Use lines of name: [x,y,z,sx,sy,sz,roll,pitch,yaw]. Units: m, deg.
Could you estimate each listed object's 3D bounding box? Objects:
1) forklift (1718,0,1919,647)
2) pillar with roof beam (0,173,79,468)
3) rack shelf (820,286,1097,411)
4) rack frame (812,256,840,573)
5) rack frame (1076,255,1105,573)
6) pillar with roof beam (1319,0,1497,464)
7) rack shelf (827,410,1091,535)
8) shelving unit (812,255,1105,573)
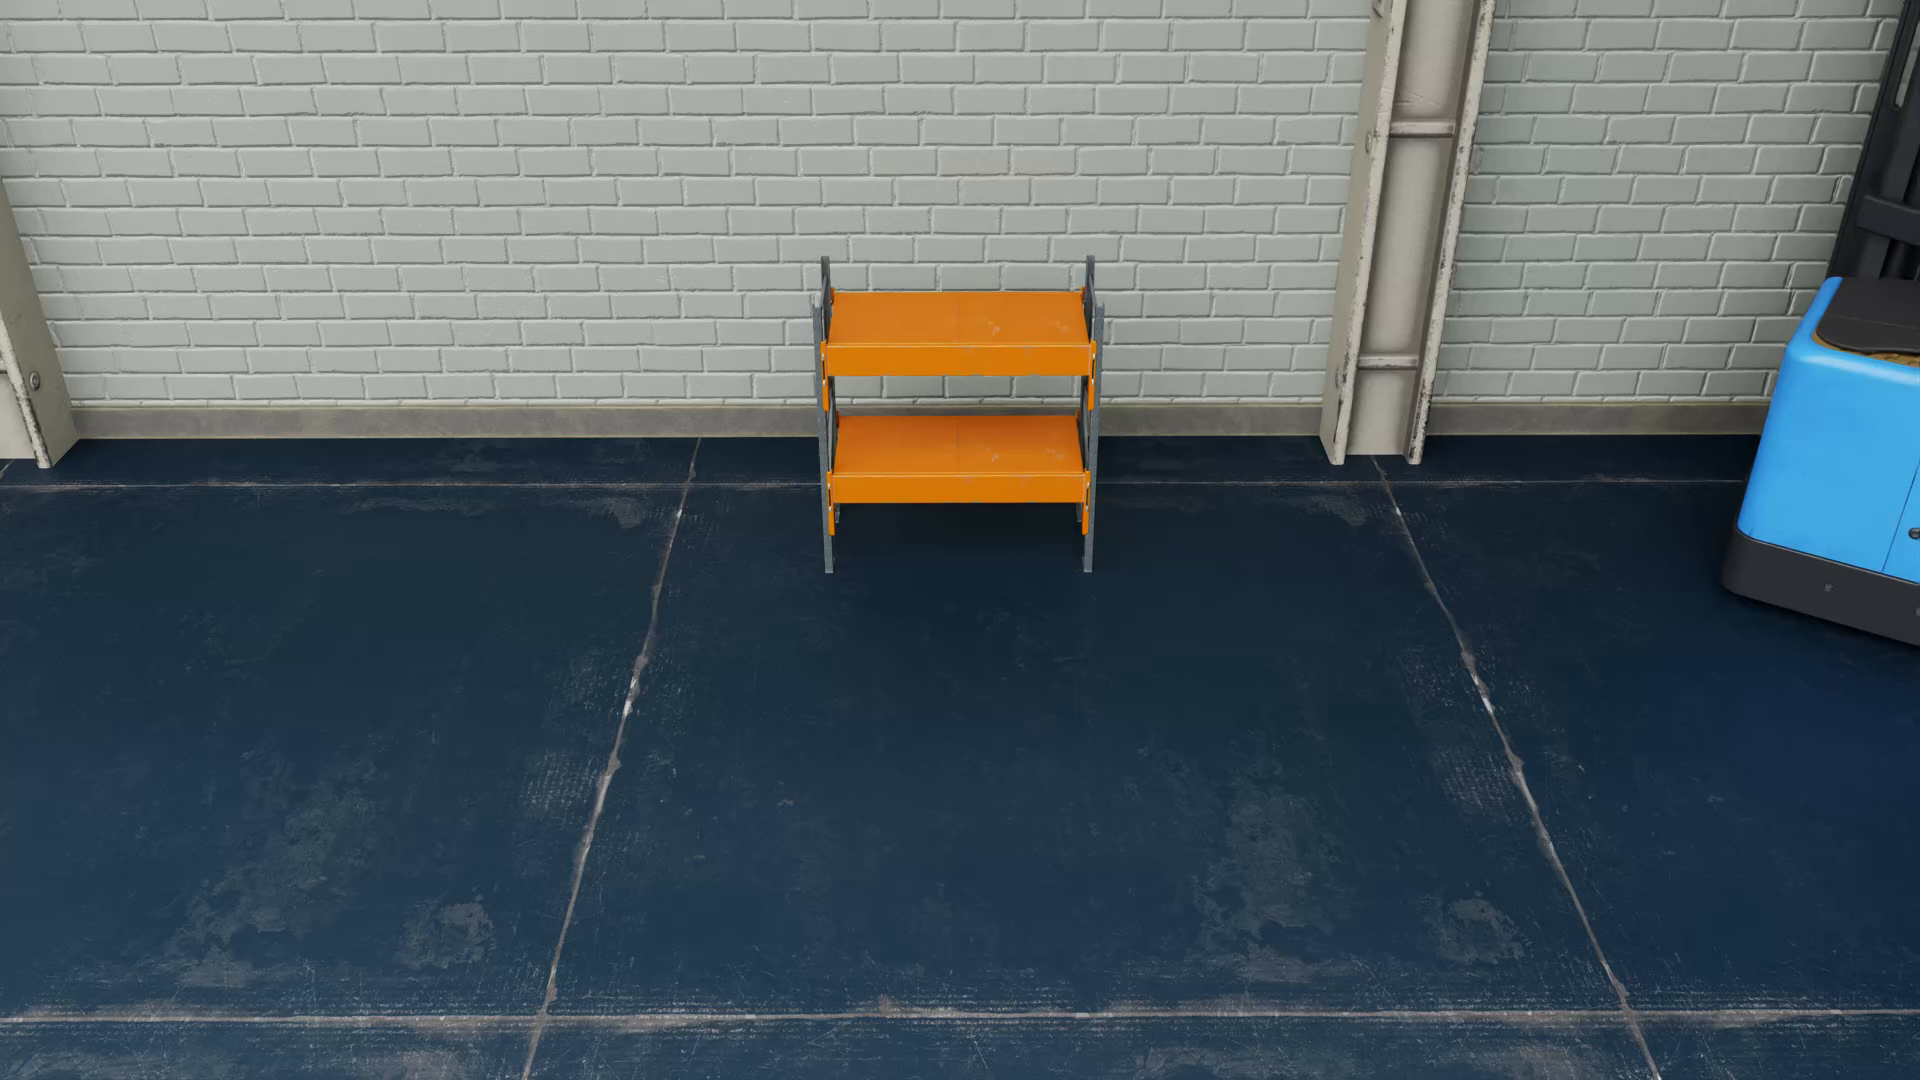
forklift: [4.131,-1.516,6.423,1.130,2.935,3.031,19,36,28]
pillar with roof beam: [-4.147,-2.008,1.385,0.400,9.000,9.100,0,31,0]
rack shelf: [-0.007,-0.731,6.306,1.000,0.278,0.538,0,31,0]
rack frame: [-0.515,-0.479,6.456,0.032,1.125,0.500,0,31,0]
rack frame: [0.502,-0.482,6.461,0.032,1.125,0.500,0,31,0]
pillar with roof beam: [1.853,-2.027,1.416,0.400,9.000,9.100,0,31,0]
rack shelf: [-0.007,-0.272,6.585,1.000,0.278,0.538,0,31,0]
shelving unit: [-0.007,-0.481,6.458,1.048,1.125,0.538,0,31,0]
